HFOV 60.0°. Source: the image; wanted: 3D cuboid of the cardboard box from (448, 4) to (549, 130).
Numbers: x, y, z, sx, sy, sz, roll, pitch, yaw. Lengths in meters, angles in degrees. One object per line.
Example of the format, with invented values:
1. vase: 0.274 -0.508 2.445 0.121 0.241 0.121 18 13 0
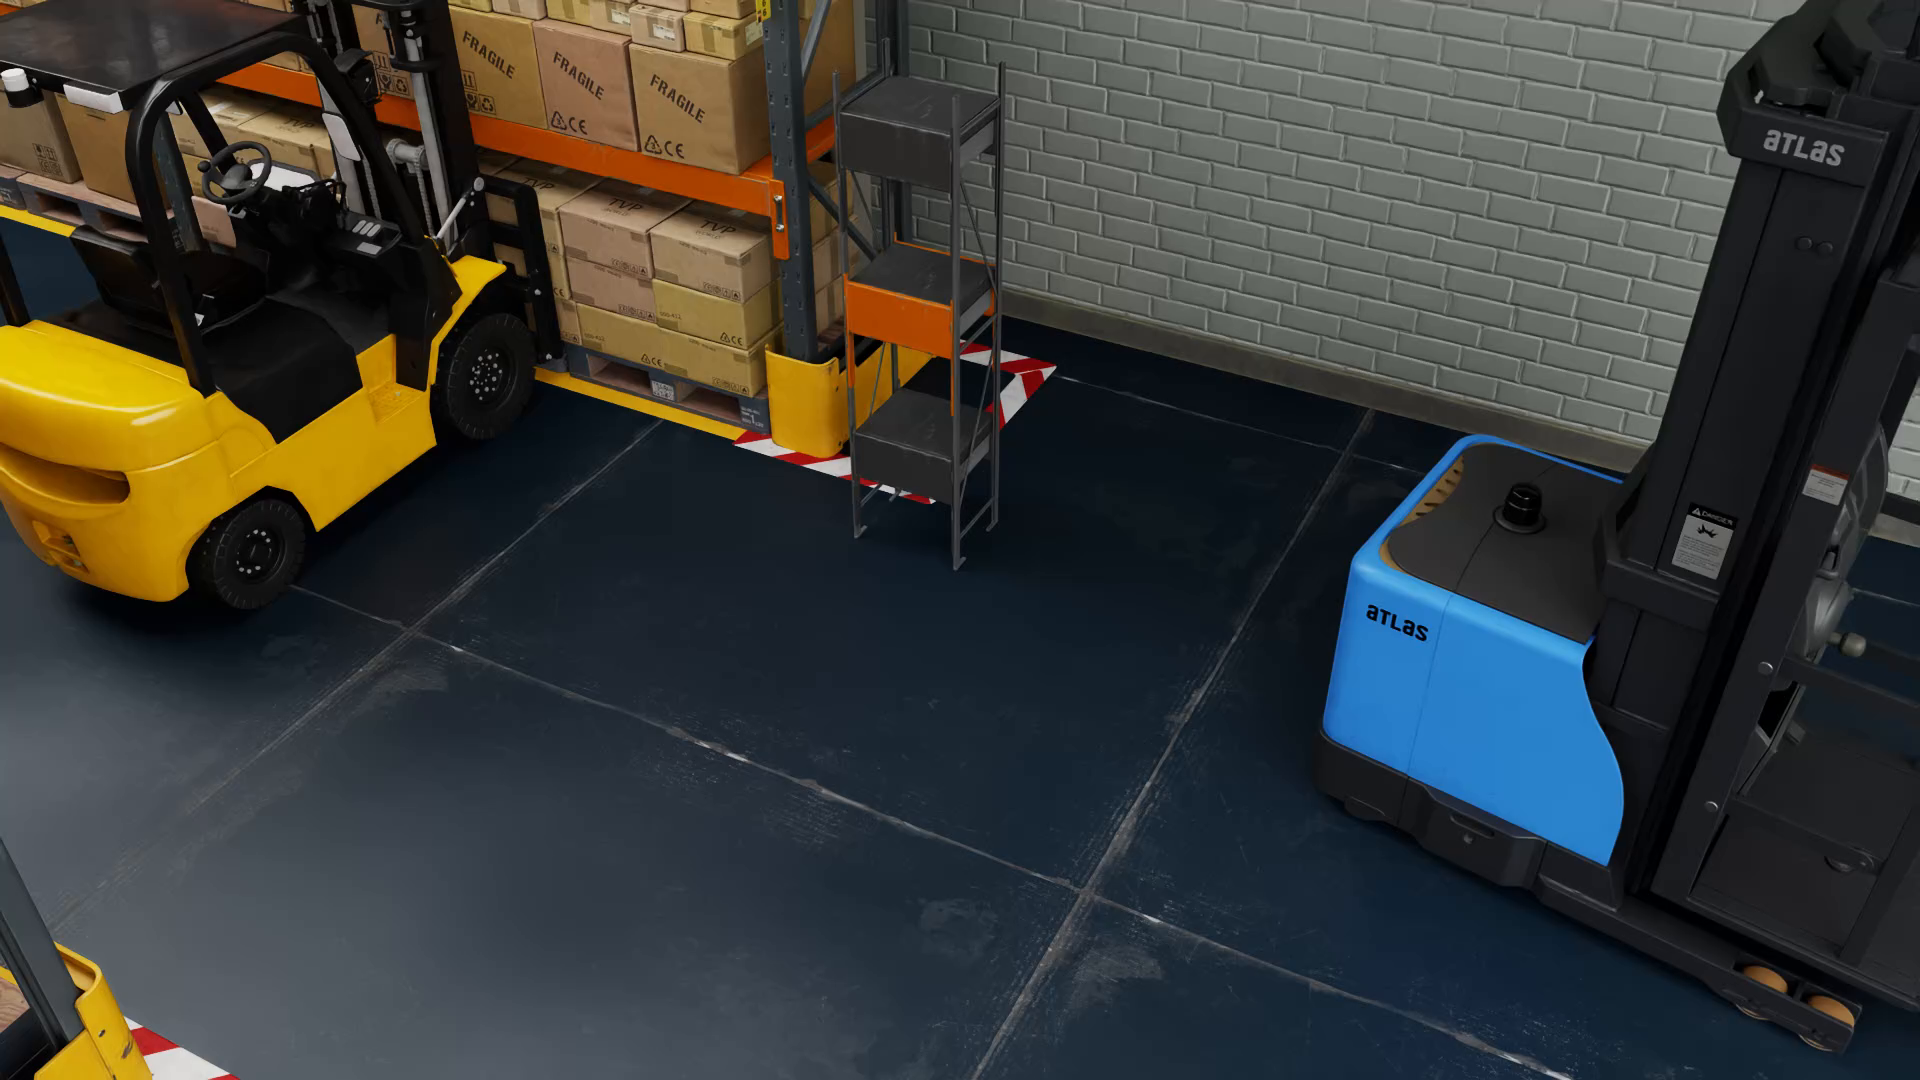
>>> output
1. cardboard box: -1.983 -2.257 7.660 0.500 0.500 0.500 17 40 21

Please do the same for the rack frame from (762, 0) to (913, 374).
1. rack frame: -0.514 -1.930 7.311 0.127 3.000 1.000 17 41 21

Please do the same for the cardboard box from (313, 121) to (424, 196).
1. cardboard box: -2.884 -1.929 8.411 0.500 0.250 0.500 19 41 23

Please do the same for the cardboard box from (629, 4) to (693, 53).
1. cardboard box: -1.191 -2.229 7.086 0.250 0.149 0.380 18 41 22

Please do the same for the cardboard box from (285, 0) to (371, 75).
1. cardboard box: -2.872 -2.542 8.035 0.500 0.500 0.500 17 40 21

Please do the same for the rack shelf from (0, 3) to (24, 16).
1. rack shelf: -5.842 -3.311 9.727 4.000 0.370 1.077 17 41 21

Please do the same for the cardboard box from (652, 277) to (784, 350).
1. cardboard box: -1.090 -1.168 7.822 0.500 0.250 0.500 17 40 21

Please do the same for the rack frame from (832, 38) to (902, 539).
1. rack frame: -0.364 -0.950 6.765 0.015 2.100 0.400 17 41 21

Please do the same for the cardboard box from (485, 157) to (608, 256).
1. cardboard box: -1.975 -1.634 8.022 0.500 0.250 0.500 18 41 22

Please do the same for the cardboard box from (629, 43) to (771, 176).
1. cardboard box: -1.072 -1.965 7.276 0.500 0.500 0.500 16 40 21

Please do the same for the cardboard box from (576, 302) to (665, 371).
1. cardboard box: -1.514 -1.106 8.153 0.500 0.250 0.500 17 41 21

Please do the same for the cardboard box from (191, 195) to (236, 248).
1. cardboard box: -3.789 -1.802 9.069 0.500 0.250 0.500 18 41 22

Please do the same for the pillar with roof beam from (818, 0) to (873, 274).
1. pillar with roof beam: -2.698 -2.685 3.345 0.400 9.000 9.100 17 41 21

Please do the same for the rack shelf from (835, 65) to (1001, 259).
1. rack shelf: -0.147 -1.429 6.261 0.480 0.518 0.431 17 41 21

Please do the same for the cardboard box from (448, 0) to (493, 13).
1. cardboard box: -2.101 -2.517 7.466 0.250 0.149 0.380 18 41 22

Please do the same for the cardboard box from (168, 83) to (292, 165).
1. cardboard box: -3.781 -2.209 8.779 0.500 0.250 0.500 17 40 21

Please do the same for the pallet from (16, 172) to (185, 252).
1. pallet: -4.738 -2.115 9.862 1.213 0.211 1.003 17 41 21

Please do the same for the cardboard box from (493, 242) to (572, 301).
1. cardboard box: -1.999 -1.446 8.187 0.500 0.250 0.500 16 40 20

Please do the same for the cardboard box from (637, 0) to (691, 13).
1. cardboard box: -1.162 -2.385 7.045 0.250 0.149 0.380 17 41 22

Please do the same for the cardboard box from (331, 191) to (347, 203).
1. cardboard box: -2.889 -1.728 8.559 0.500 0.250 0.500 17 40 21

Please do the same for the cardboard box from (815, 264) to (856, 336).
1. cardboard box: -0.860 -1.243 8.334 0.500 0.250 0.500 18 41 22

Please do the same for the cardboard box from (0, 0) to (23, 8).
1. cardboard box: -5.083 -3.119 9.002 0.500 0.250 0.500 17 40 21

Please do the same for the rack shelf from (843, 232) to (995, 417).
1. rack shelf: -0.147 -0.871 6.684 0.480 0.518 0.431 17 41 21

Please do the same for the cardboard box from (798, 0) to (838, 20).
1. cardboard box: -0.696 -2.461 7.393 0.250 0.149 0.380 16 40 20

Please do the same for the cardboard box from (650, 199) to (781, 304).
1. cardboard box: -1.066 -1.361 7.661 0.500 0.250 0.500 19 41 23

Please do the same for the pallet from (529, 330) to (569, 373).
1. pallet: -2.292 -1.349 8.853 1.213 0.211 1.003 17 41 21

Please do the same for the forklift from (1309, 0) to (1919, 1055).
1. forklift: 2.749 0.048 4.763 3.031 2.935 1.130 24 43 28

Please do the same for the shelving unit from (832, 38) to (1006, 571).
1. shelving unit: -0.147 -0.882 6.676 0.503 2.100 0.431 17 41 21

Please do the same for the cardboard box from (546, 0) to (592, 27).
1. cardboard box: -1.609 -2.409 7.323 0.250 0.149 0.380 17 40 21

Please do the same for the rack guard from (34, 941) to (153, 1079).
1. rack guard: -2.861 1.711 4.583 0.348 0.500 1.175 17 41 21

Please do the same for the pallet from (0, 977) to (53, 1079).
1. pallet: -3.566 1.581 4.993 1.213 0.211 1.003 17 41 21

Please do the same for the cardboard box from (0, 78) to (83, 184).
1. cardboard box: -5.220 -2.622 9.840 0.625 0.625 0.875 17 40 21

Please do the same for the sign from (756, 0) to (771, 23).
1. sign: -0.776 -2.198 6.511 0.005 0.325 0.100 17 41 21
